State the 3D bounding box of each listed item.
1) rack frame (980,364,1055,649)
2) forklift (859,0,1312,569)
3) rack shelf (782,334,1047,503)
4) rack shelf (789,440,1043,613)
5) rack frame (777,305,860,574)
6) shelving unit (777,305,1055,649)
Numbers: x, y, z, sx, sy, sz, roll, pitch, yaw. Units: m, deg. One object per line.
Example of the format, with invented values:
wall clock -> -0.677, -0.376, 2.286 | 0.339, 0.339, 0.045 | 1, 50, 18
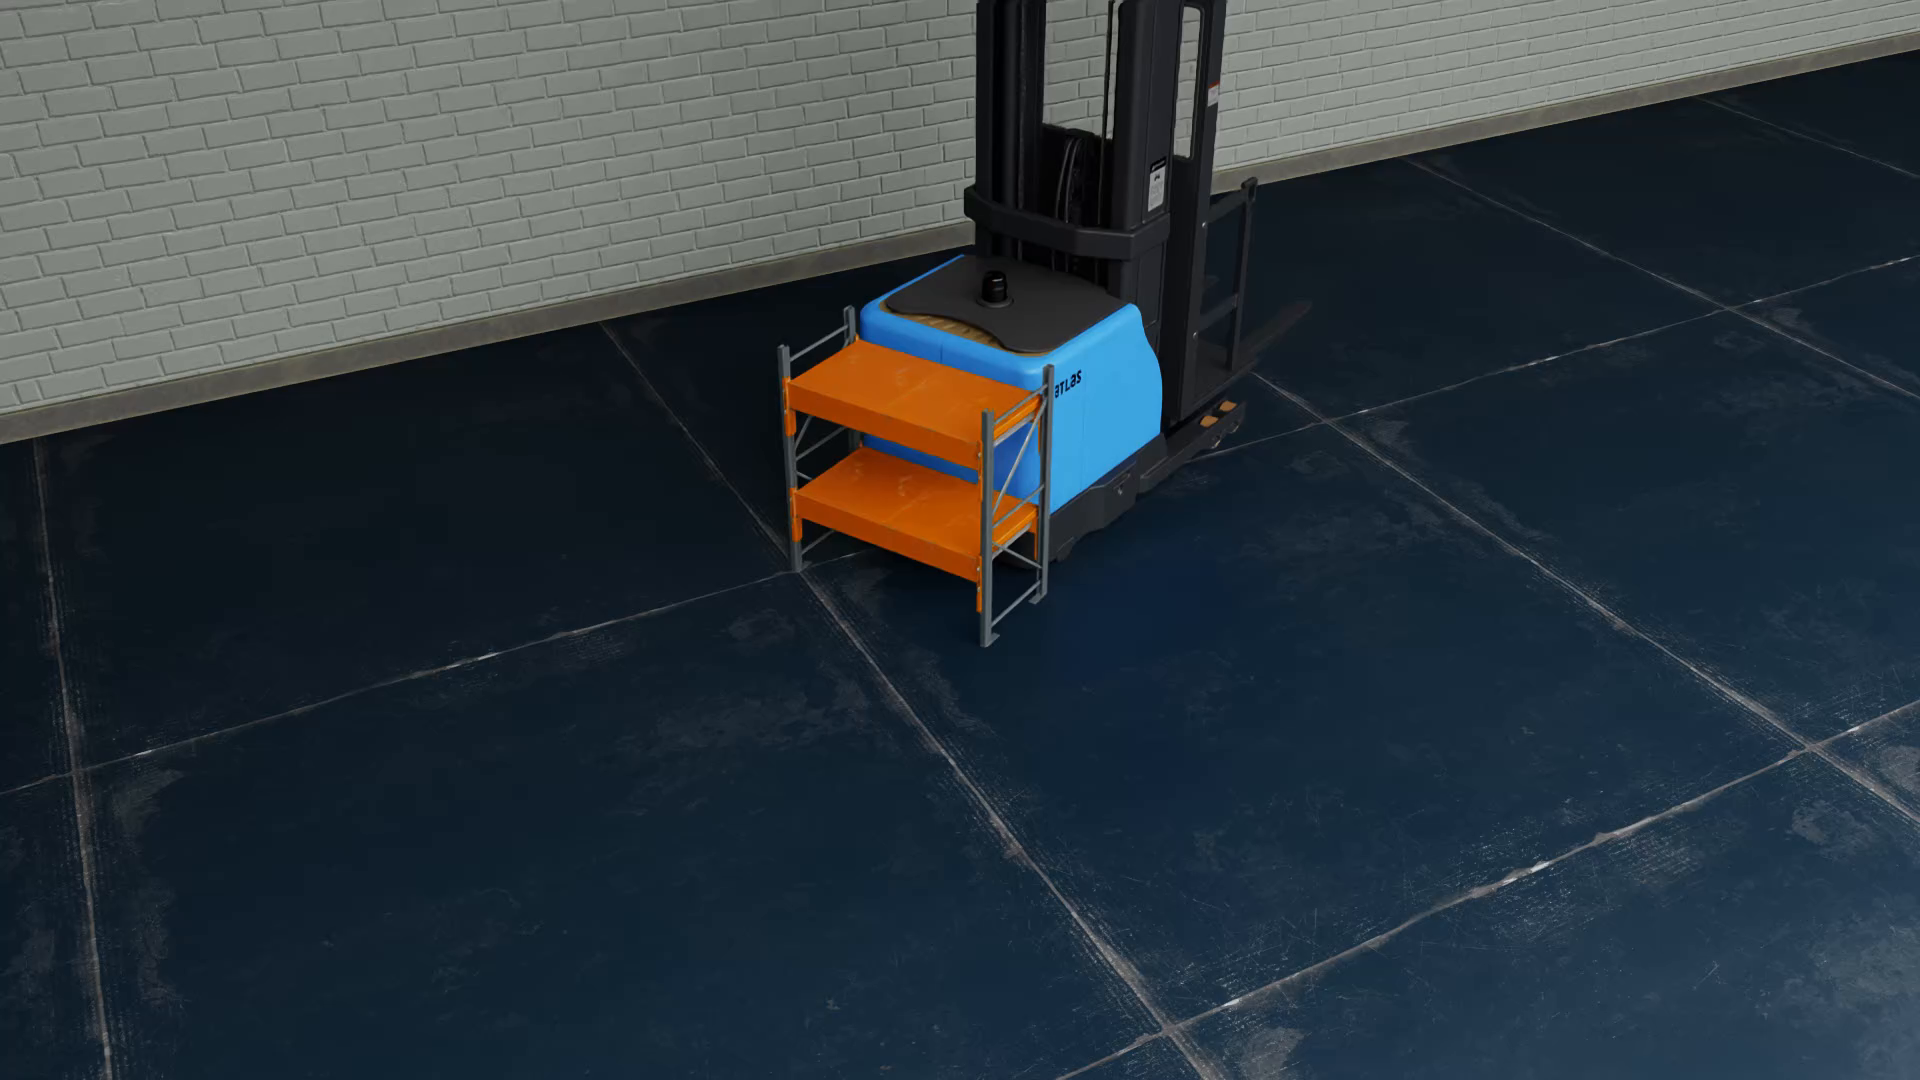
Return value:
rack frame -> 0.235, -0.131, 6.911 | 0.032, 1.125, 0.500 | 20, 38, 28
forklift -> 0.822, -1.844, 7.911 | 1.130, 2.935, 3.031 | 22, 39, 30
rack shelf -> -0.188, -0.529, 6.991 | 1.000, 0.278, 0.538 | 20, 38, 28
rack shelf -> -0.188, -0.077, 7.281 | 1.000, 0.278, 0.538 | 20, 38, 28
rack frame -> -0.611, -0.435, 7.387 | 0.032, 1.125, 0.500 | 20, 38, 28
shelving unit -> -0.188, -0.283, 7.149 | 1.048, 1.125, 0.538 | 20, 38, 28
